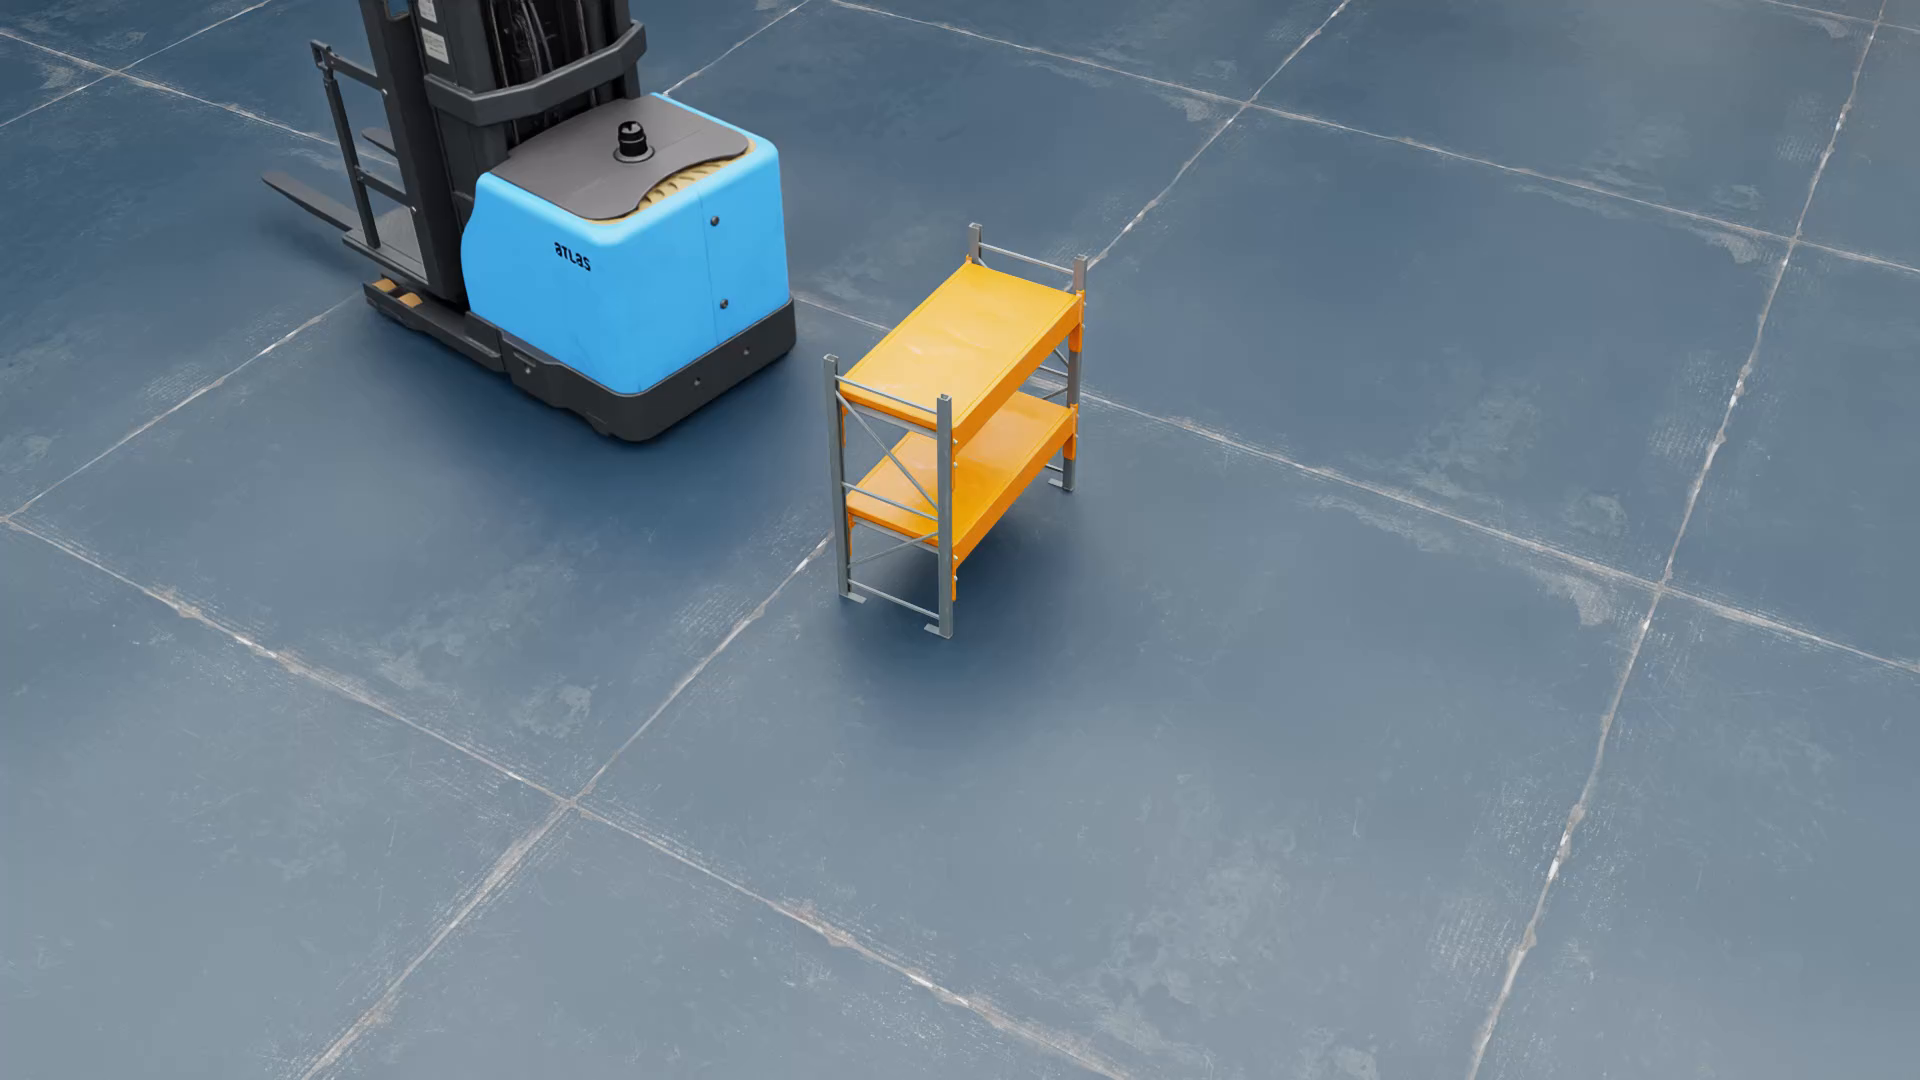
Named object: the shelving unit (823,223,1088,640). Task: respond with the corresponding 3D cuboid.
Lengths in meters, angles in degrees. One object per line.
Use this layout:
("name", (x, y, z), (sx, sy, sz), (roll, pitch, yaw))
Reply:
("shelving unit", (0.003, -0.426, 6.383), (0.538, 1.125, 1.048), (21, 45, 22))

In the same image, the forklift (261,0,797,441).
("forklift", (-2.214, -2.343, 7.193), (3.031, 2.935, 1.130), (29, 49, 28))

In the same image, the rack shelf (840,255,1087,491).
("rack shelf", (0.003, -0.646, 6.189), (0.538, 0.278, 1.000), (21, 45, 22))

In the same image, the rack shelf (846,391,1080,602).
("rack shelf", (0.003, -0.243, 6.544), (0.538, 0.278, 1.000), (21, 45, 22))

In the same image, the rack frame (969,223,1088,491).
("rack frame", (0.258, -0.717, 6.713), (0.500, 1.125, 0.032), (21, 45, 22))

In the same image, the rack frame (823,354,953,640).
("rack frame", (-0.251, -0.135, 6.052), (0.500, 1.125, 0.032), (21, 45, 22))
